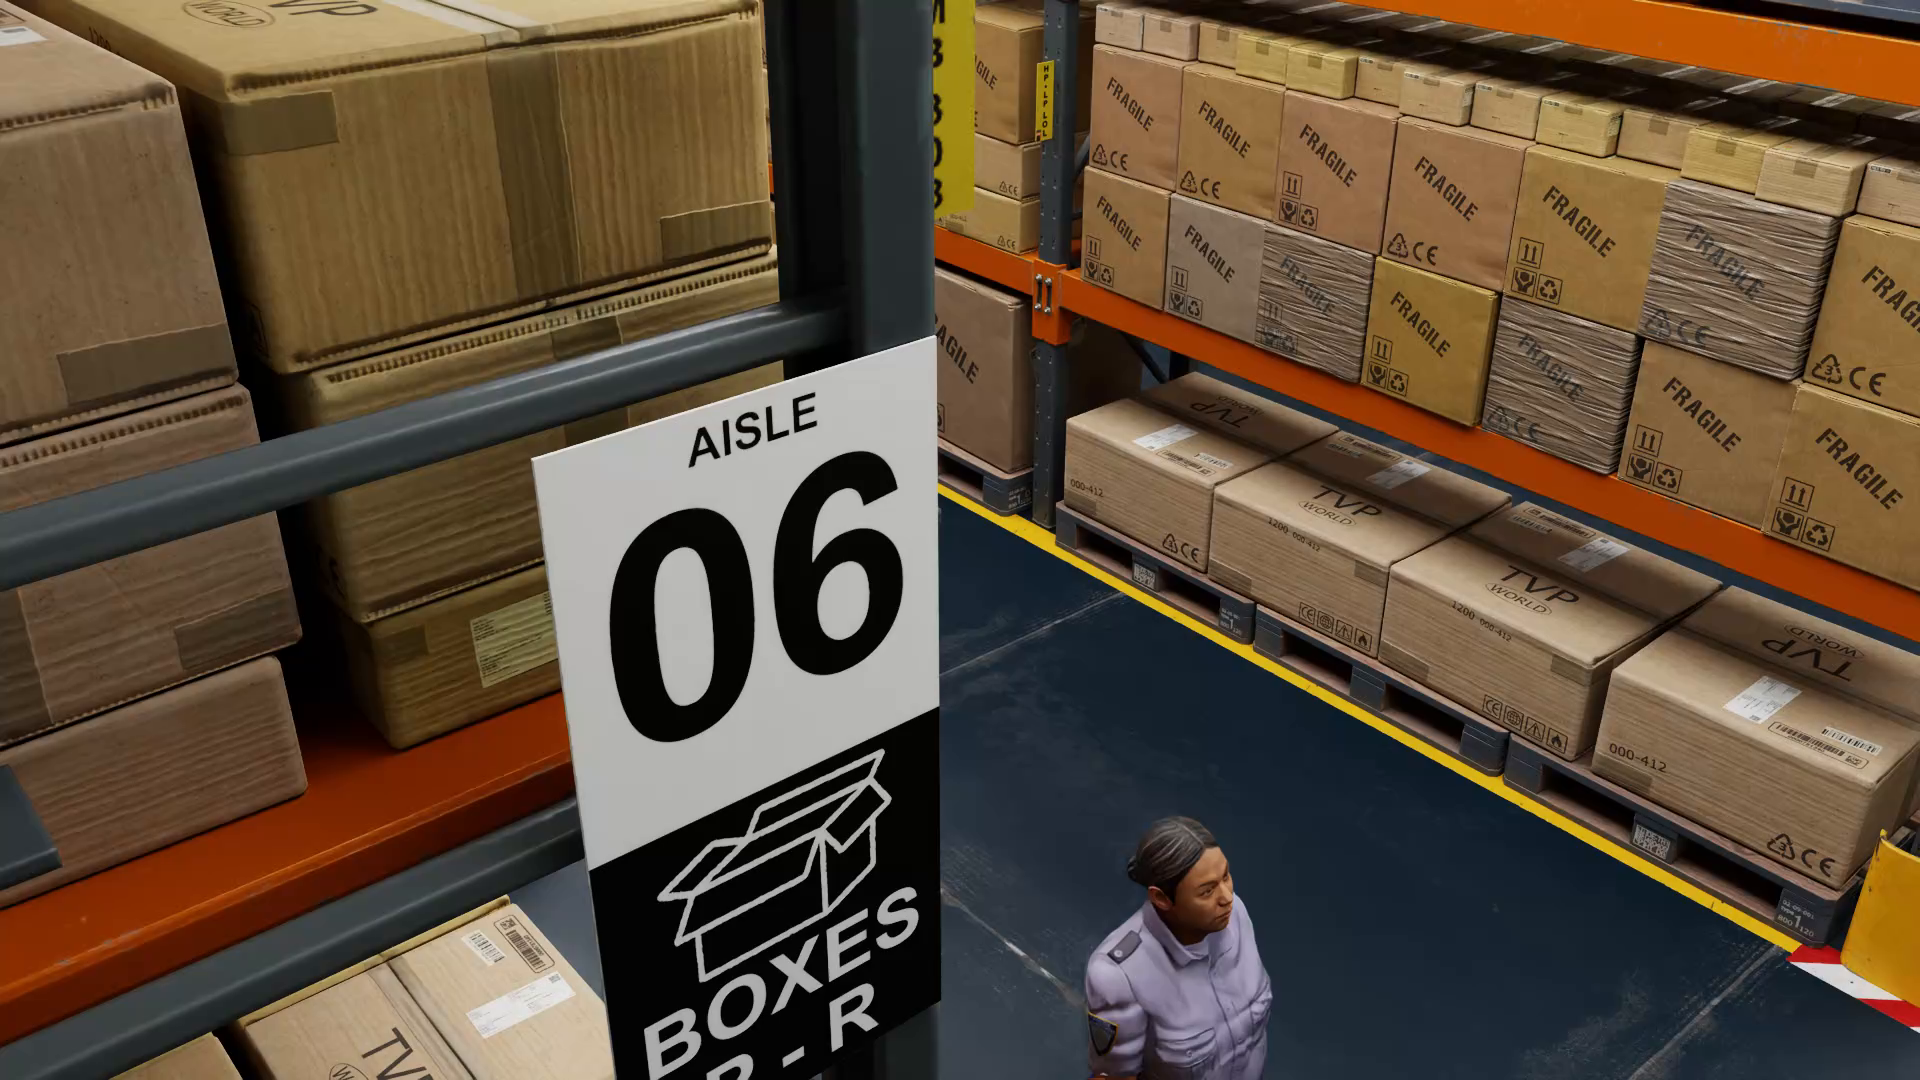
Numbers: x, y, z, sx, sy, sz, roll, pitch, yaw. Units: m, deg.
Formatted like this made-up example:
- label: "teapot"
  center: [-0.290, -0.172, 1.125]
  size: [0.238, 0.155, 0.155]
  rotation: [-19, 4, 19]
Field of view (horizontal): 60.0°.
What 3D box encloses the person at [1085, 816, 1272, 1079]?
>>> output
- label: "person"
  center: [0.511, 1.321, 3.664]
  size: [0.482, 1.586, 0.984]
  rotation: [-18, 33, -30]
